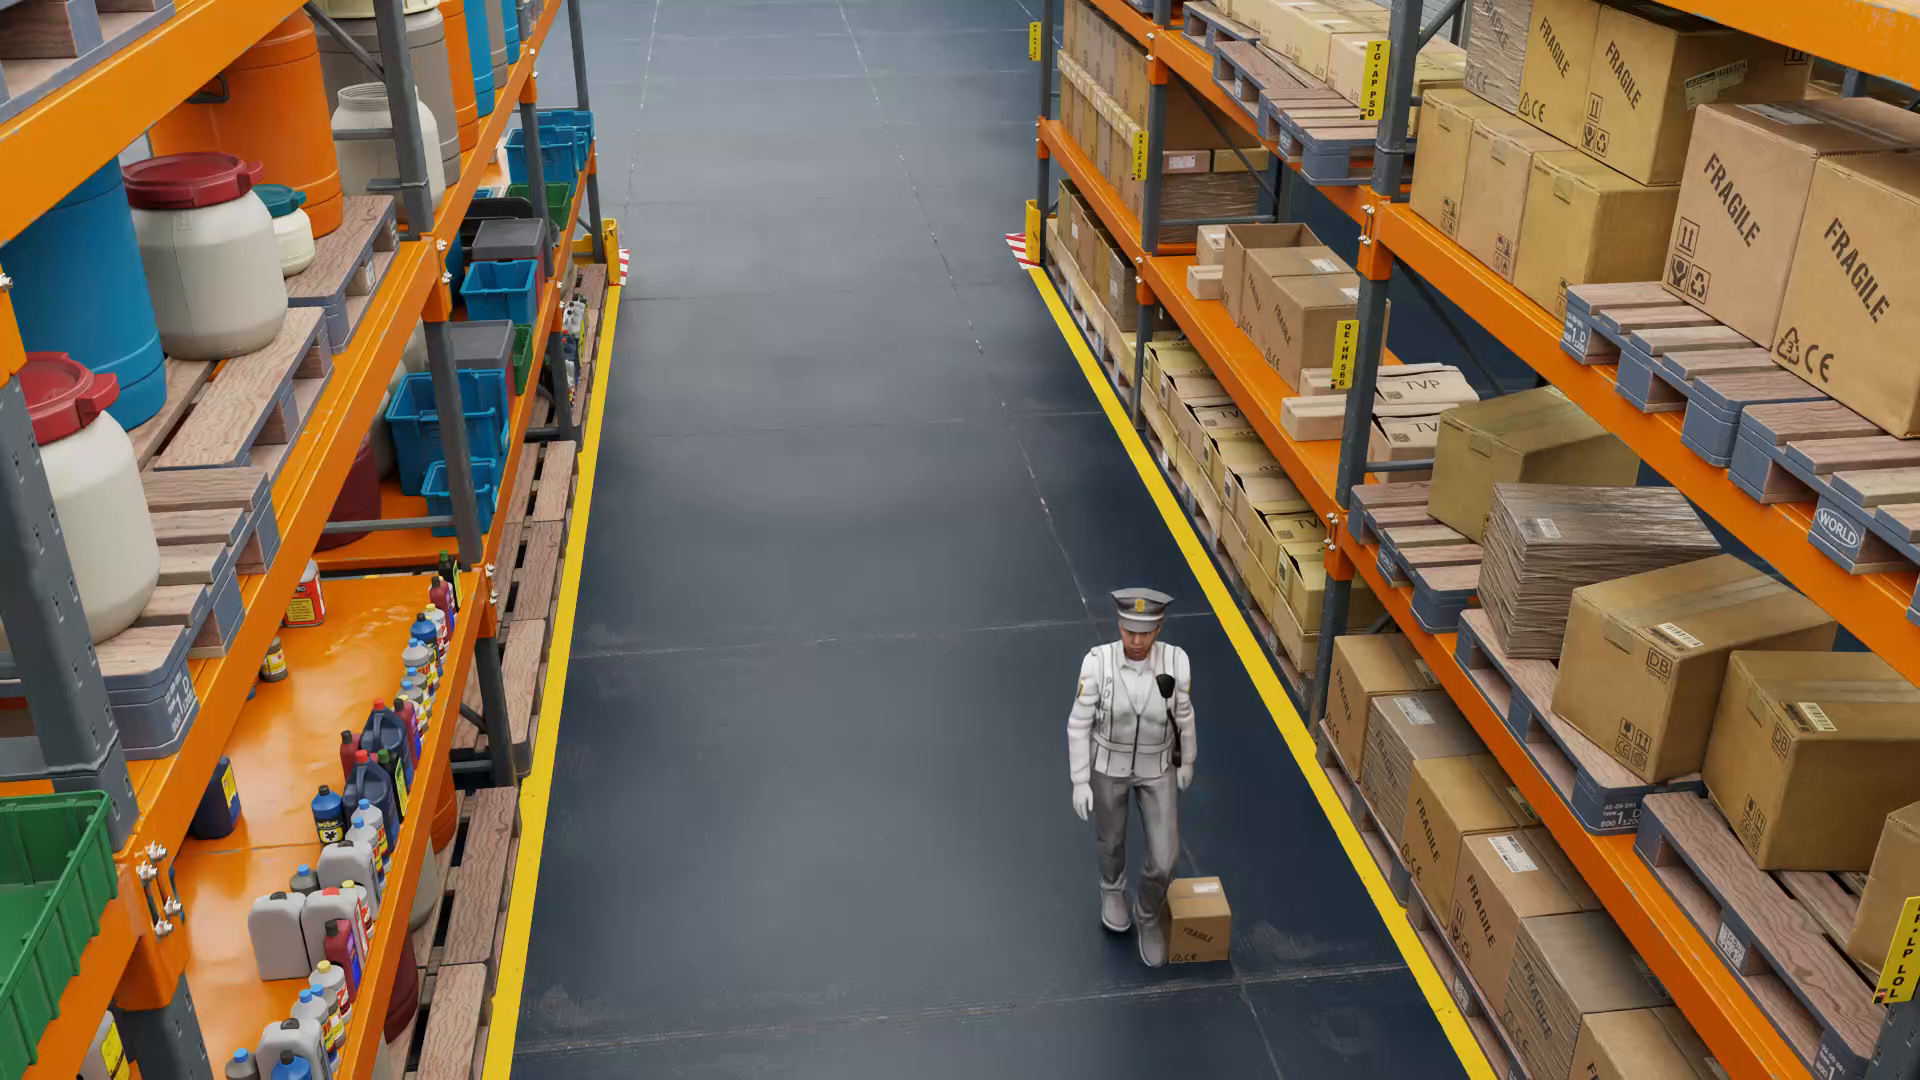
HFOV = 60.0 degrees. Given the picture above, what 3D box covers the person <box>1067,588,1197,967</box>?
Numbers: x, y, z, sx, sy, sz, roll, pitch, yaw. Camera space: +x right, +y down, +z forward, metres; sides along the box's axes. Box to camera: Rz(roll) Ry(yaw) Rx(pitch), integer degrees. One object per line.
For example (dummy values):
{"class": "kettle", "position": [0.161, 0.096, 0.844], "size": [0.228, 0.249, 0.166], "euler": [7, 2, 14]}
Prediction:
{"class": "person", "position": [0.695, 0.949, 6.749], "size": [0.532, 1.728, 0.506], "euler": [2, 27, 3]}
